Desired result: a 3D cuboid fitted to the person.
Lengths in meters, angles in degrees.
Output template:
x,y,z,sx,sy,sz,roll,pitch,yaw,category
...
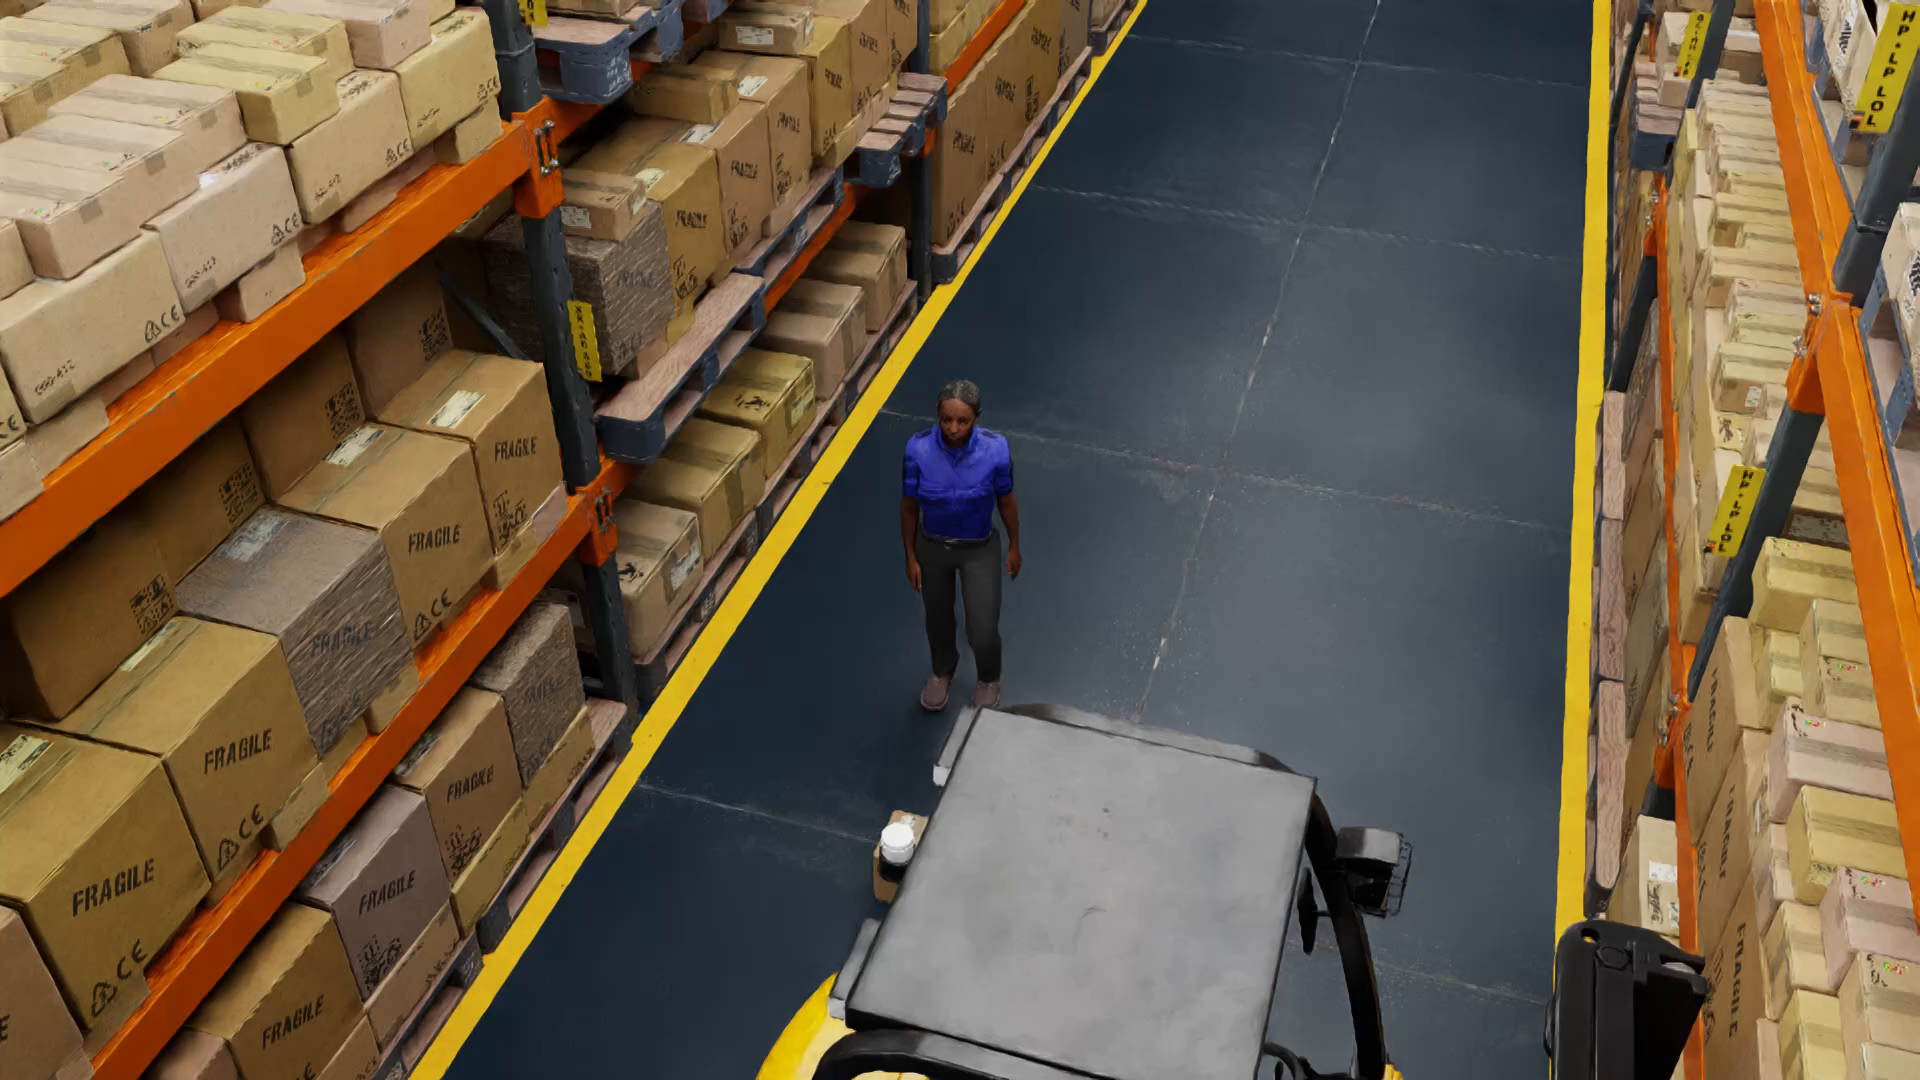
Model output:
x,y,z,sx,sy,sz,roll,pitch,yaw,category
0.005,0.053,6.814,0.490,1.638,0.403,3,37,4,person
